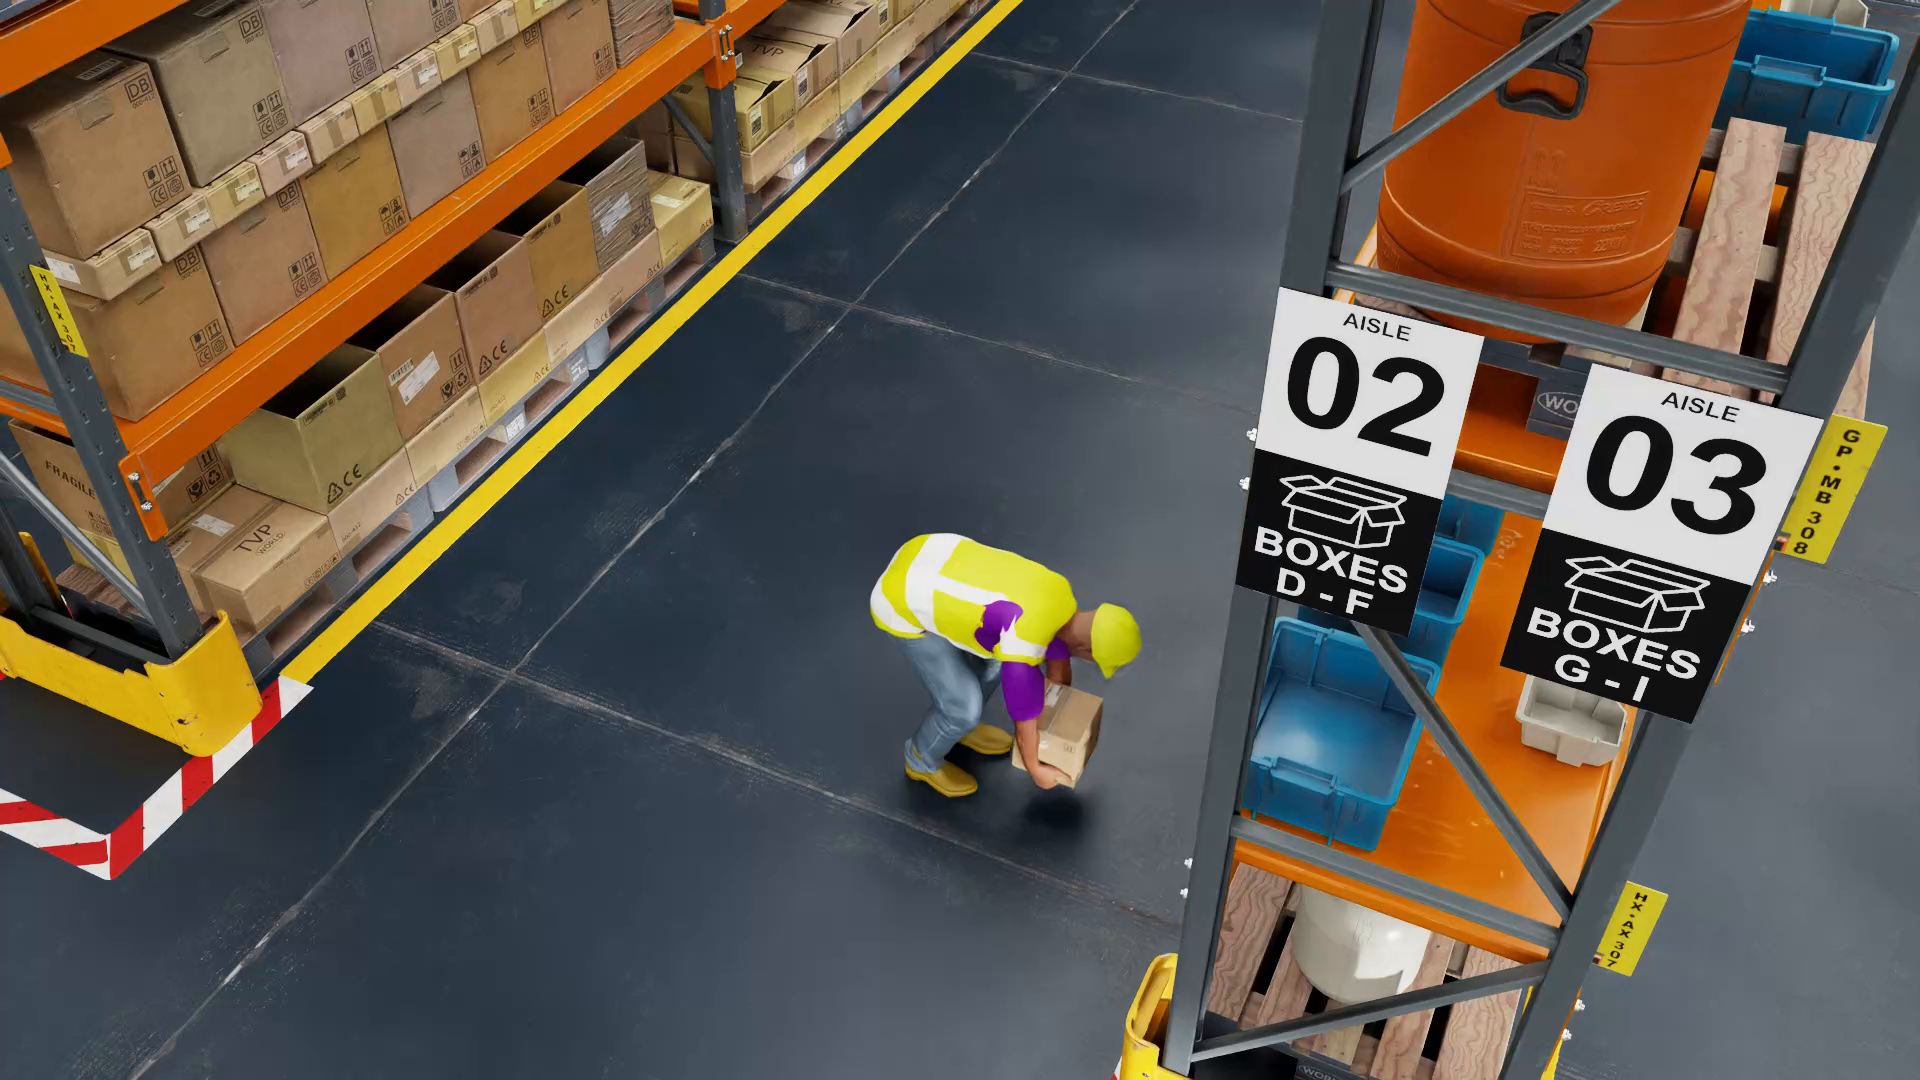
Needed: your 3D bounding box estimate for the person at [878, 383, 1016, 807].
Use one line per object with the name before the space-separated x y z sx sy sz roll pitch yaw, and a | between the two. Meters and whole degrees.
person | -0.039 0.174 5.947 0.457 1.766 0.583 16 44 17
